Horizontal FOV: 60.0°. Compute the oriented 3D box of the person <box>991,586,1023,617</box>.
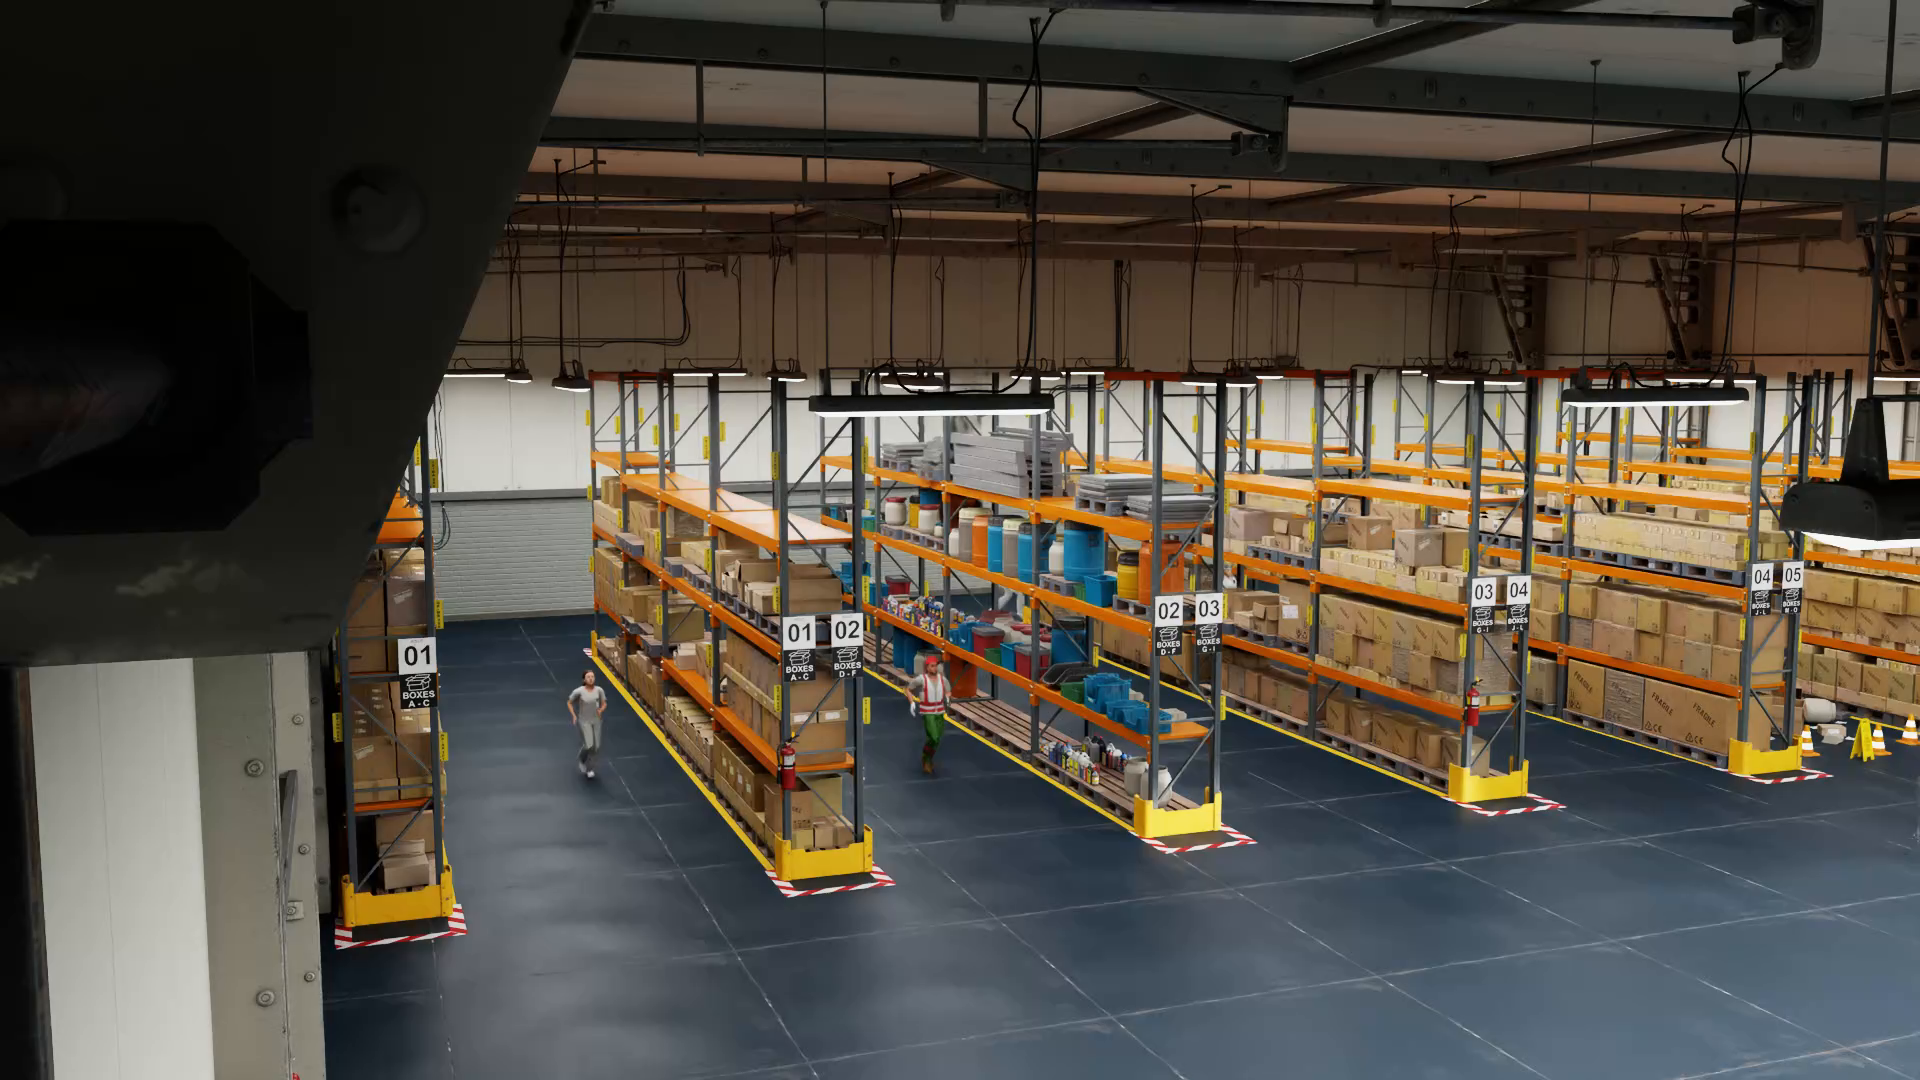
[{"bbox_3d":[1.216,1.056,39.882,0.972,1.732,0.725,-1,7,-13],"label":"person"}]

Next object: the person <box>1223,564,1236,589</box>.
[{"bbox_3d":[5.927,1.362,36.844,0.376,1.675,0.937,-3,7,-23],"label":"person"}]

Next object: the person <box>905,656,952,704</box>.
[{"bbox_3d":[-0.440,2.134,25.127,0.639,0.766,0.506,-4,7,-31],"label":"person"}]

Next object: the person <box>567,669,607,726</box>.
[{"bbox_3d":[-5.517,2.350,24.777,0.550,0.830,0.543,-4,7,-31],"label":"person"}]
